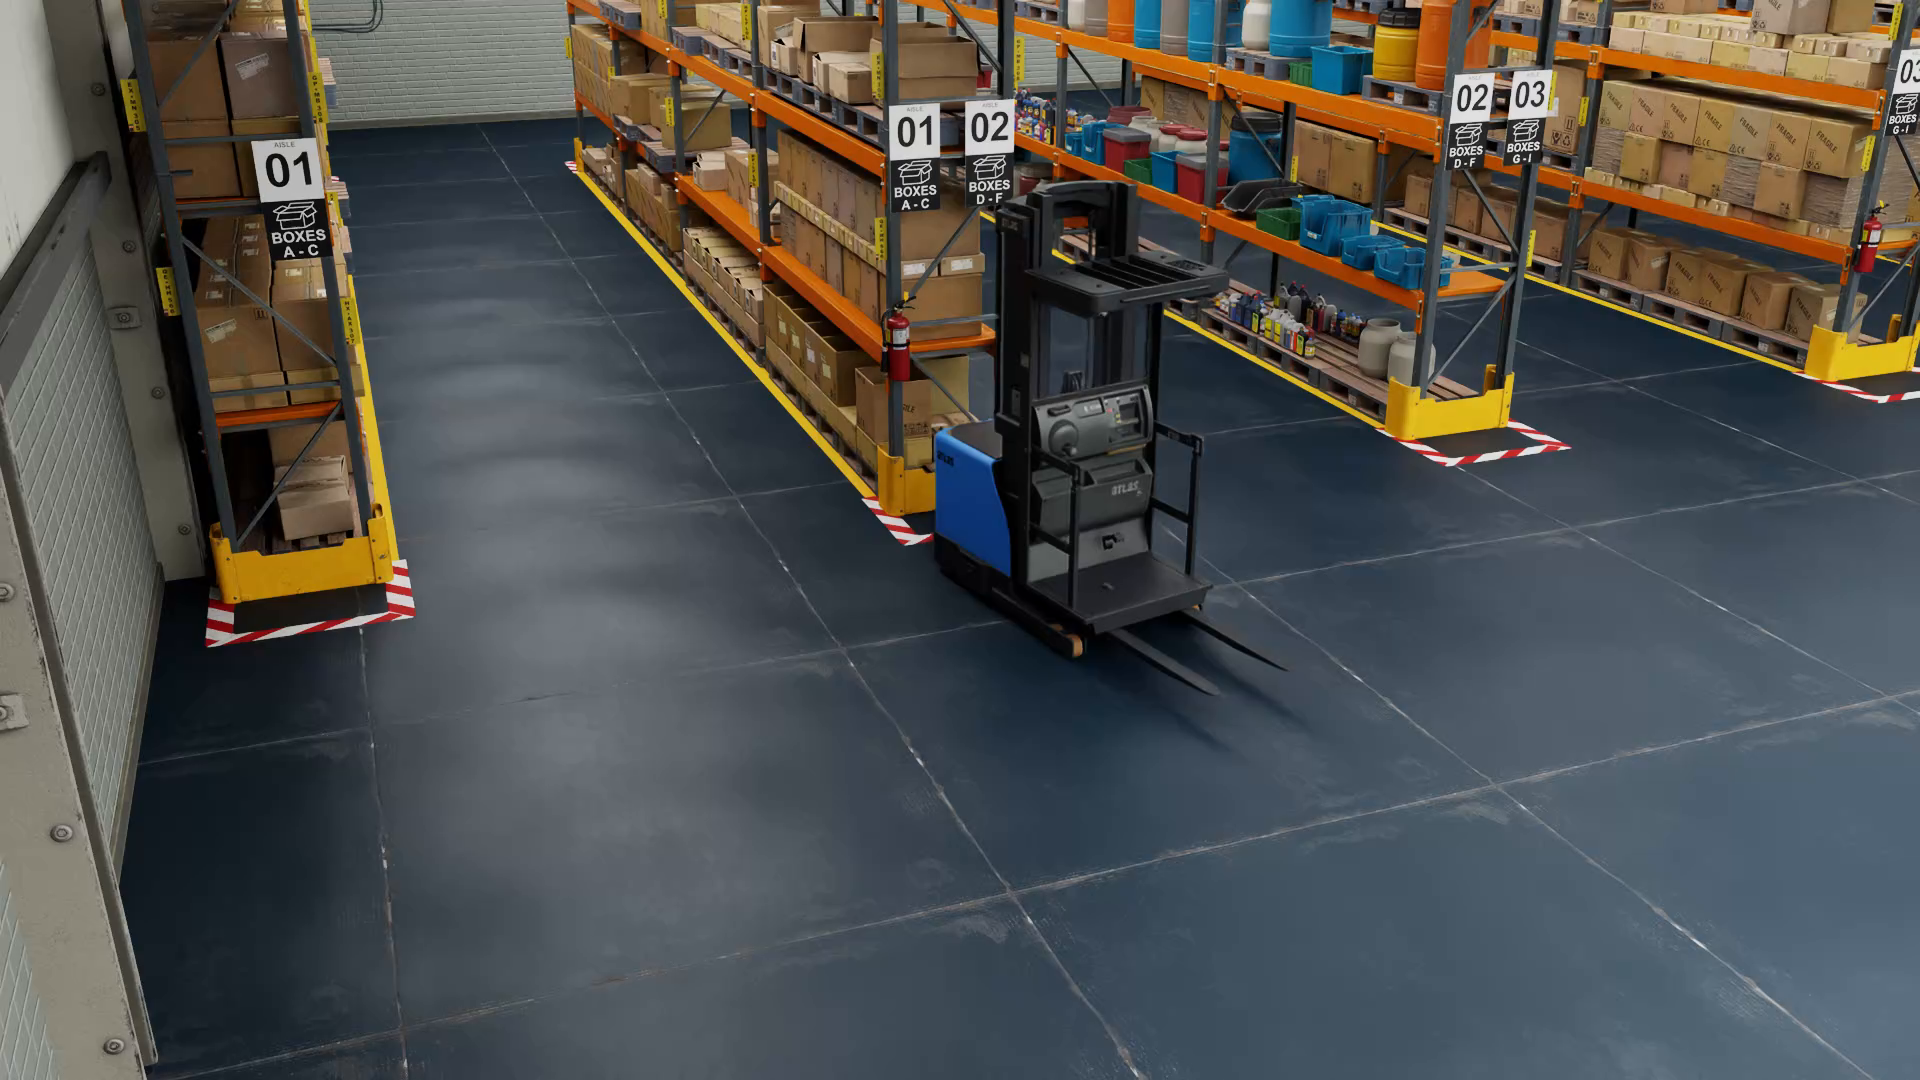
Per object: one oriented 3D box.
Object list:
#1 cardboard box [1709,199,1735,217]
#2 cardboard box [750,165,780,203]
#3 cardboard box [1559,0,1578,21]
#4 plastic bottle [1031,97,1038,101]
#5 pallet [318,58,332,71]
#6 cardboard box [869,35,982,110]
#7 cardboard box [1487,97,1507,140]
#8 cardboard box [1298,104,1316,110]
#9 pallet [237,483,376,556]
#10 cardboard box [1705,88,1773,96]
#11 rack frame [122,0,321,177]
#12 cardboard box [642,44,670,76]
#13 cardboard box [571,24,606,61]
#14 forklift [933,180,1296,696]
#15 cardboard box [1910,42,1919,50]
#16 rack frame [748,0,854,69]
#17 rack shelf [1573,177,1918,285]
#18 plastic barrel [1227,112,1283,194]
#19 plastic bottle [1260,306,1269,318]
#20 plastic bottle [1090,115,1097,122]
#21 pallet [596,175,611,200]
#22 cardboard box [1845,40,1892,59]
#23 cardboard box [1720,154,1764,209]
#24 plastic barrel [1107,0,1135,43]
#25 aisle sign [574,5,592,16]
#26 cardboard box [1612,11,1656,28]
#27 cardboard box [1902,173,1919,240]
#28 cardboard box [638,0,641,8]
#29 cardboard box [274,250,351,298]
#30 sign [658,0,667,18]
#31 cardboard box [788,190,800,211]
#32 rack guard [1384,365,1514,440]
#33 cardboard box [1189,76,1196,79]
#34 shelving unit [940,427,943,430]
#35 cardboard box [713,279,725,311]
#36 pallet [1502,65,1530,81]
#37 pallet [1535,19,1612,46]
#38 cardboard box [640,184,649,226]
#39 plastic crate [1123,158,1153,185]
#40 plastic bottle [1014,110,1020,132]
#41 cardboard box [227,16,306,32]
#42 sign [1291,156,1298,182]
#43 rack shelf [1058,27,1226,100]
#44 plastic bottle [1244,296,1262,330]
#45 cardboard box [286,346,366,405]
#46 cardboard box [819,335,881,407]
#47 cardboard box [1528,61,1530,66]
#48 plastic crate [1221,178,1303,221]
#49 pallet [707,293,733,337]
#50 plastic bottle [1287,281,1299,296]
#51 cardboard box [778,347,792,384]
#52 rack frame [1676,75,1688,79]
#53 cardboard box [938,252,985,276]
[{"bbox_3d":[8.263,-3.564,17.791,0.380,0.149,0.250,-8,24,-19],"label":"cardboard box"},{"bbox_3d":[-1.939,-3.688,17.634,0.500,0.500,0.500,-7,24,-15],"label":"cardboard box"},{"bbox_3d":[7.346,-6.369,19.893,0.396,0.266,0.258,-7,24,-17],"label":"cardboard box"},{"bbox_3d":[1.061,-6.283,24.078,0.152,0.276,0.135,-8,24,-19],"label":"plastic bottle"},{"bbox_3d":[-6.618,-4.400,15.830,1.213,0.211,1.003,-8,24,-19],"label":"pallet"},{"bbox_3d":[-0.283,-3.614,12.869,0.797,0.503,0.637,-7,24,-15],"label":"cardboard box"},{"bbox_3d":[7.073,-5.386,21.116,0.797,0.503,0.637,-6,24,-14],"label":"cardboard box"},{"bbox_3d":[5.416,-6.727,24.844,0.500,0.500,0.500,-8,24,-18],"label":"cardboard box"},{"bbox_3d":[-4.998,-0.078,12.787,1.003,0.211,1.213,-8,24,-19],"label":"pallet"},{"bbox_3d":[8.542,-4.682,18.322,0.500,0.500,0.500,-8,24,-19],"label":"cardboard box"},{"bbox_3d":[-4.717,-3.800,10.303,1.000,3.000,0.127,-8,24,-19],"label":"rack frame"},{"bbox_3d":[-4.227,-6.793,23.713,0.500,0.500,0.500,-8,24,-18],"label":"cardboard box"},{"bbox_3d":[-5.826,-7.839,26.195,0.500,0.500,0.500,-8,24,-17],"label":"cardboard box"},{"bbox_3d":[1.013,-0.771,10.929,1.130,2.935,3.031,-14,26,-29],"label":"forklift"},{"bbox_3d":[9.304,-4.703,15.987,0.380,0.149,0.250,-9,24,-19],"label":"cardboard box"},{"bbox_3d":[-1.497,-5.934,15.367,1.000,3.000,0.127,-8,24,-19],"label":"rack frame"},{"bbox_3d":[8.478,-3.469,18.169,1.077,0.370,4.000,-8,24,-19],"label":"rack shelf"},{"bbox_3d":[3.285,-4.261,18.475,0.600,0.901,0.708,-8,24,-19],"label":"plastic barrel"},{"bbox_3d":[3.189,-2.326,17.477,0.097,0.271,0.097,0,23,0],"label":"plastic bottle"},{"bbox_3d":[1.801,-5.575,22.389,0.061,0.283,0.133,-8,24,-19],"label":"plastic bottle"},{"bbox_3d":[-5.000,-5.485,25.616,1.003,0.211,1.213,-8,24,-19],"label":"pallet"},{"bbox_3d":[8.813,-4.740,16.075,0.380,0.149,0.250,-9,25,-21],"label":"cardboard box"},{"bbox_3d":[8.591,-3.814,17.548,0.875,0.500,0.500,-8,24,-19],"label":"cardboard box"},{"bbox_3d":[2.043,-6.316,19.581,0.600,0.830,0.708,-8,24,-19],"label":"plastic barrel"},{"bbox_3d":[-6.035,-8.712,26.335,0.394,0.787,0.004,-8,24,-19],"label":"aisle sign"},{"bbox_3d":[7.598,-5.864,18.742,0.380,0.149,0.250,-9,24,-21],"label":"cardboard box"},{"bbox_3d":[12.604,-4.148,21.047,0.875,0.875,0.875,-8,24,-18],"label":"cardboard box"},{"bbox_3d":[-3.741,-7.067,21.118,0.600,0.600,0.600,-9,25,-21],"label":"cardboard box"},{"bbox_3d":[-4.946,-1.905,12.734,0.500,0.500,0.500,-9,25,-21],"label":"cardboard box"},{"bbox_3d":[-3.419,-6.170,19.122,0.100,0.325,0.005,-8,24,-19],"label":"sign"},{"bbox_3d":[-1.402,-3.206,15.653,0.380,0.149,0.250,-9,24,-20],"label":"cardboard box"},{"bbox_3d":[4.480,-1.264,15.228,1.175,0.500,0.348,-8,24,-19],"label":"rack guard"},{"bbox_3d":[4.077,-7.851,27.963,0.380,0.149,0.250,-9,24,-20],"label":"cardboard box"},{"bbox_3d":[-0.003,-0.418,12.706,0.258,0.900,0.210,-8,24,-19],"label":"shelving unit"},{"bbox_3d":[-2.451,-2.762,18.564,0.500,0.250,0.500,-8,24,-18],"label":"cardboard box"},{"bbox_3d":[9.755,-7.692,27.509,1.003,0.211,1.213,-8,24,-19],"label":"pallet"},{"bbox_3d":[7.653,-6.062,19.774,1.213,0.211,1.003,-8,24,-19],"label":"pallet"},{"bbox_3d":[-4.012,-4.543,22.443,0.500,0.500,0.500,-8,24,-18],"label":"cardboard box"},{"bbox_3d":[2.259,-4.344,19.592,0.450,0.188,0.662,-8,24,-19],"label":"plastic crate"},{"bbox_3d":[0.779,-5.751,22.807,0.061,0.283,0.133,-8,24,-19],"label":"plastic bottle"},{"bbox_3d":[-4.947,-3.481,11.966,0.500,0.500,0.500,-8,24,-18],"label":"cardboard box"},{"bbox_3d":[3.657,-4.047,18.257,0.100,0.325,0.005,-8,24,-19],"label":"sign"},{"bbox_3d":[2.432,-5.625,19.422,1.077,0.370,4.000,-8,24,-19],"label":"rack shelf"},{"bbox_3d":[3.102,-2.411,17.576,0.144,0.351,0.185,-9,25,-21],"label":"plastic bottle"},{"bbox_3d":[-4.592,-1.196,12.017,0.500,0.250,0.500,-9,25,-21],"label":"cardboard box"},{"bbox_3d":[-0.919,-1.504,14.613,0.500,0.500,0.500,-8,24,-19],"label":"cardboard box"},{"bbox_3d":[9.518,-7.758,27.202,0.380,0.149,0.250,-8,24,-19],"label":"cardboard box"},{"bbox_3d":[3.204,-3.612,17.660,0.767,0.338,0.504,-8,24,-19],"label":"plastic crate"},{"bbox_3d":[-2.229,-2.591,18.749,1.003,0.211,1.213,-8,24,-19],"label":"pallet"},{"bbox_3d":[3.635,-2.636,18.109,0.144,0.351,0.185,-9,24,-20],"label":"plastic bottle"},{"bbox_3d":[-1.445,-1.704,16.053,0.500,0.250,0.500,-8,24,-19],"label":"cardboard box"},{"bbox_3d":[11.035,-6.625,24.729,1.000,3.000,0.127,-8,24,-19],"label":"rack frame"},{"bbox_3d":[-0.021,-2.233,13.347,0.380,0.149,0.250,-9,24,-19],"label":"cardboard box"}]
